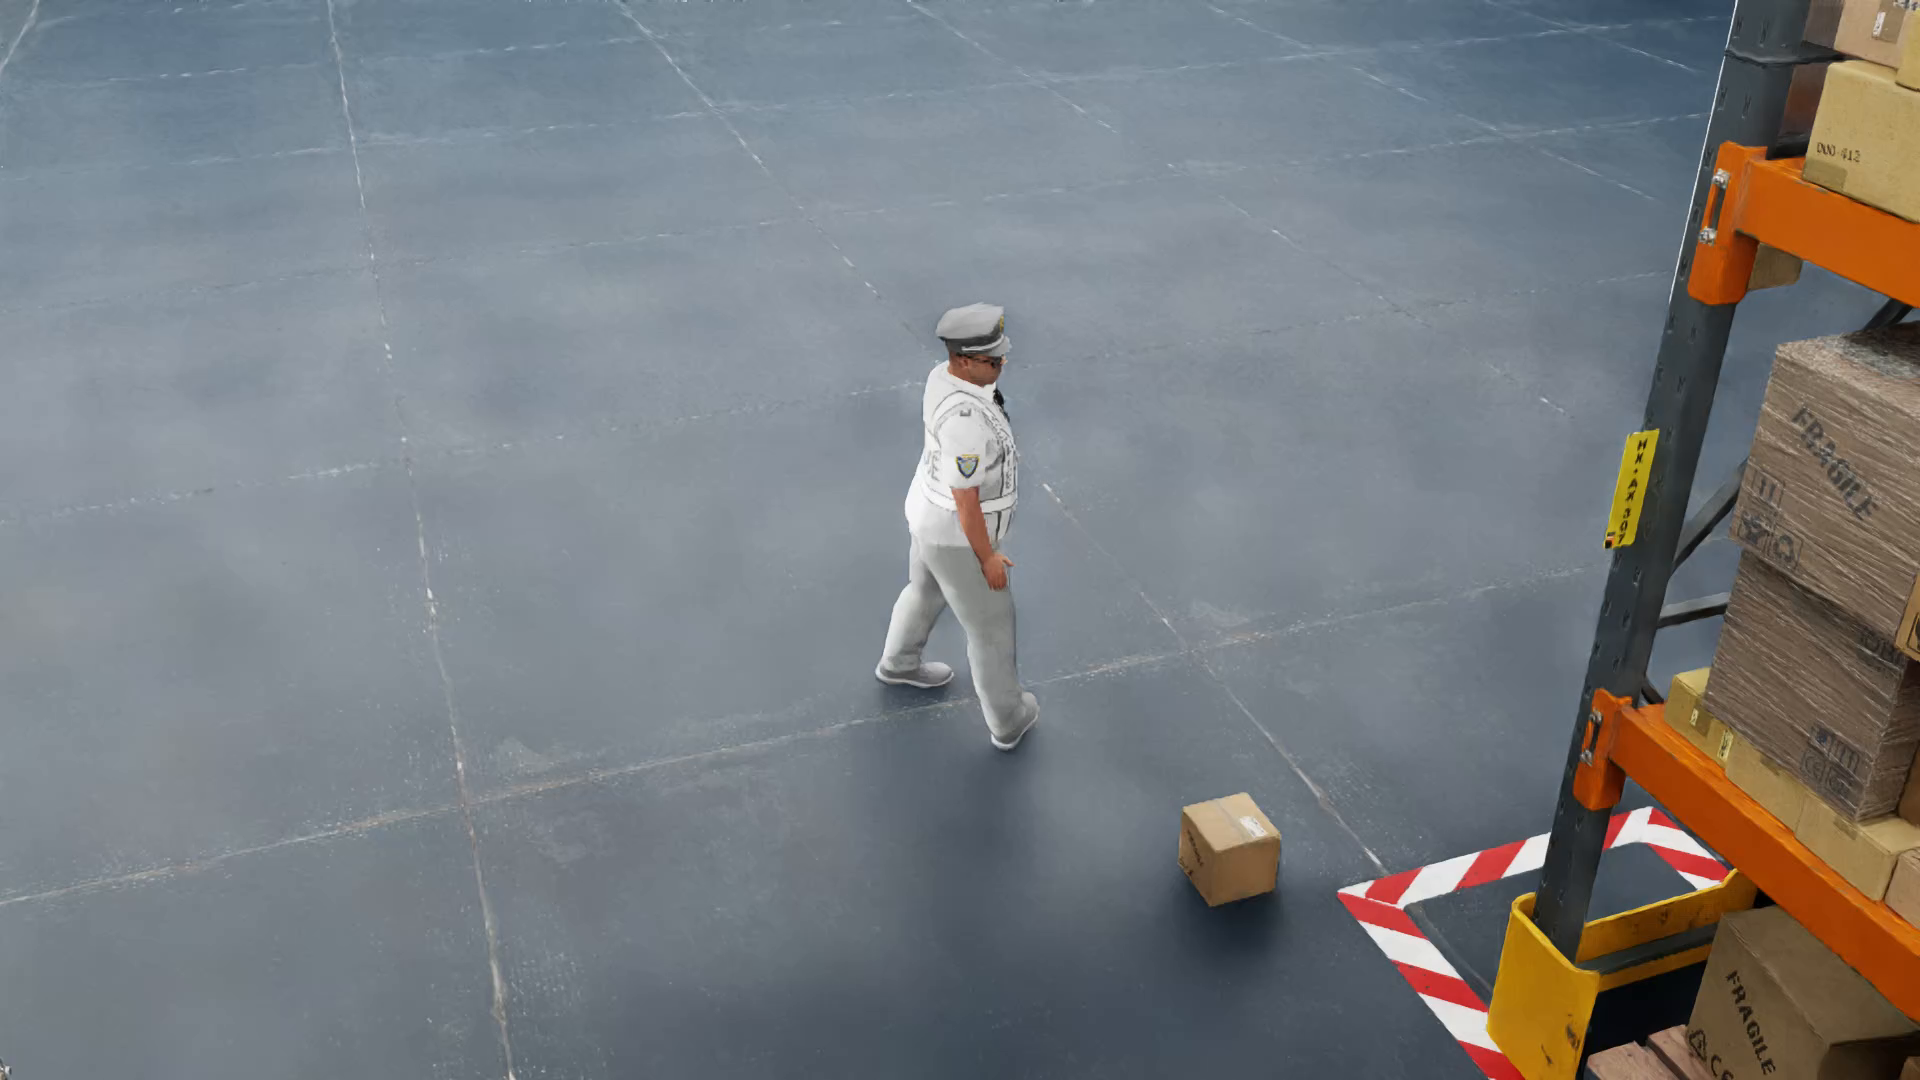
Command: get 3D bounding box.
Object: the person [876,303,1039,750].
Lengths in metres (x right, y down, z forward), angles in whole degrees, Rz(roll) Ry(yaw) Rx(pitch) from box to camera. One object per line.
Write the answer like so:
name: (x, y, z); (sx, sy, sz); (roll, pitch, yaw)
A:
person: (-0.001, -0.063, 6.253); (0.604, 1.755, 0.634); (-6, 30, -10)
